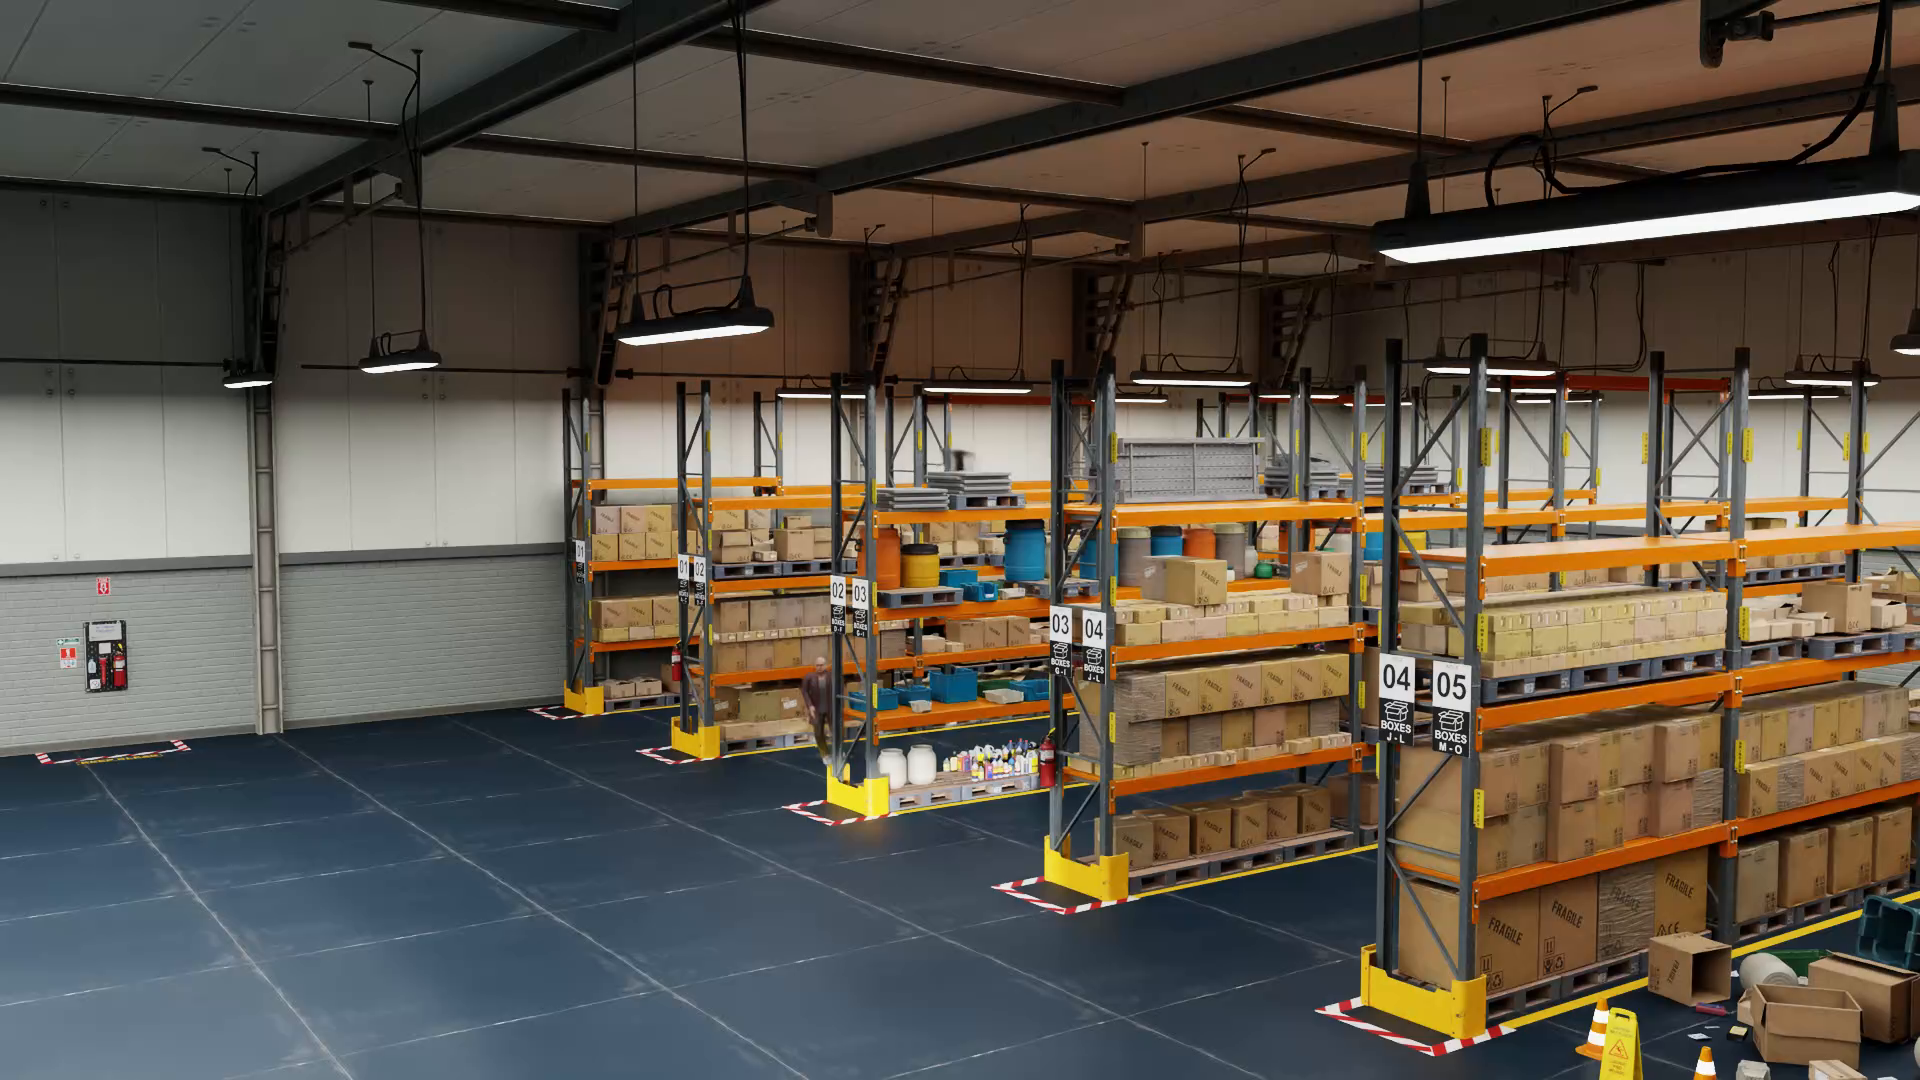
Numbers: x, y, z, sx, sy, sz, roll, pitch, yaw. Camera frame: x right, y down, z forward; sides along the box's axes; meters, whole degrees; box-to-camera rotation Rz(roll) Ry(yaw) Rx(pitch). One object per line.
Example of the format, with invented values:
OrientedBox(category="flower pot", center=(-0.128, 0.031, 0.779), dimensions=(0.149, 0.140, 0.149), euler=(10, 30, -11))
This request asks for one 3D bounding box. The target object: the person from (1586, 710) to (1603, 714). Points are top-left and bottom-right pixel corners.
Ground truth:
OrientedBox(category="person", center=(8.128, 2.926, 21.186), dimensions=(0.901, 1.812, 0.704), euler=(-3, 4, -35))

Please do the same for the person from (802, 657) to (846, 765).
OrientedBox(category="person", center=(-2.126, 2.648, 26.018), dimensions=(0.695, 1.717, 0.782), euler=(0, 4, -4))
